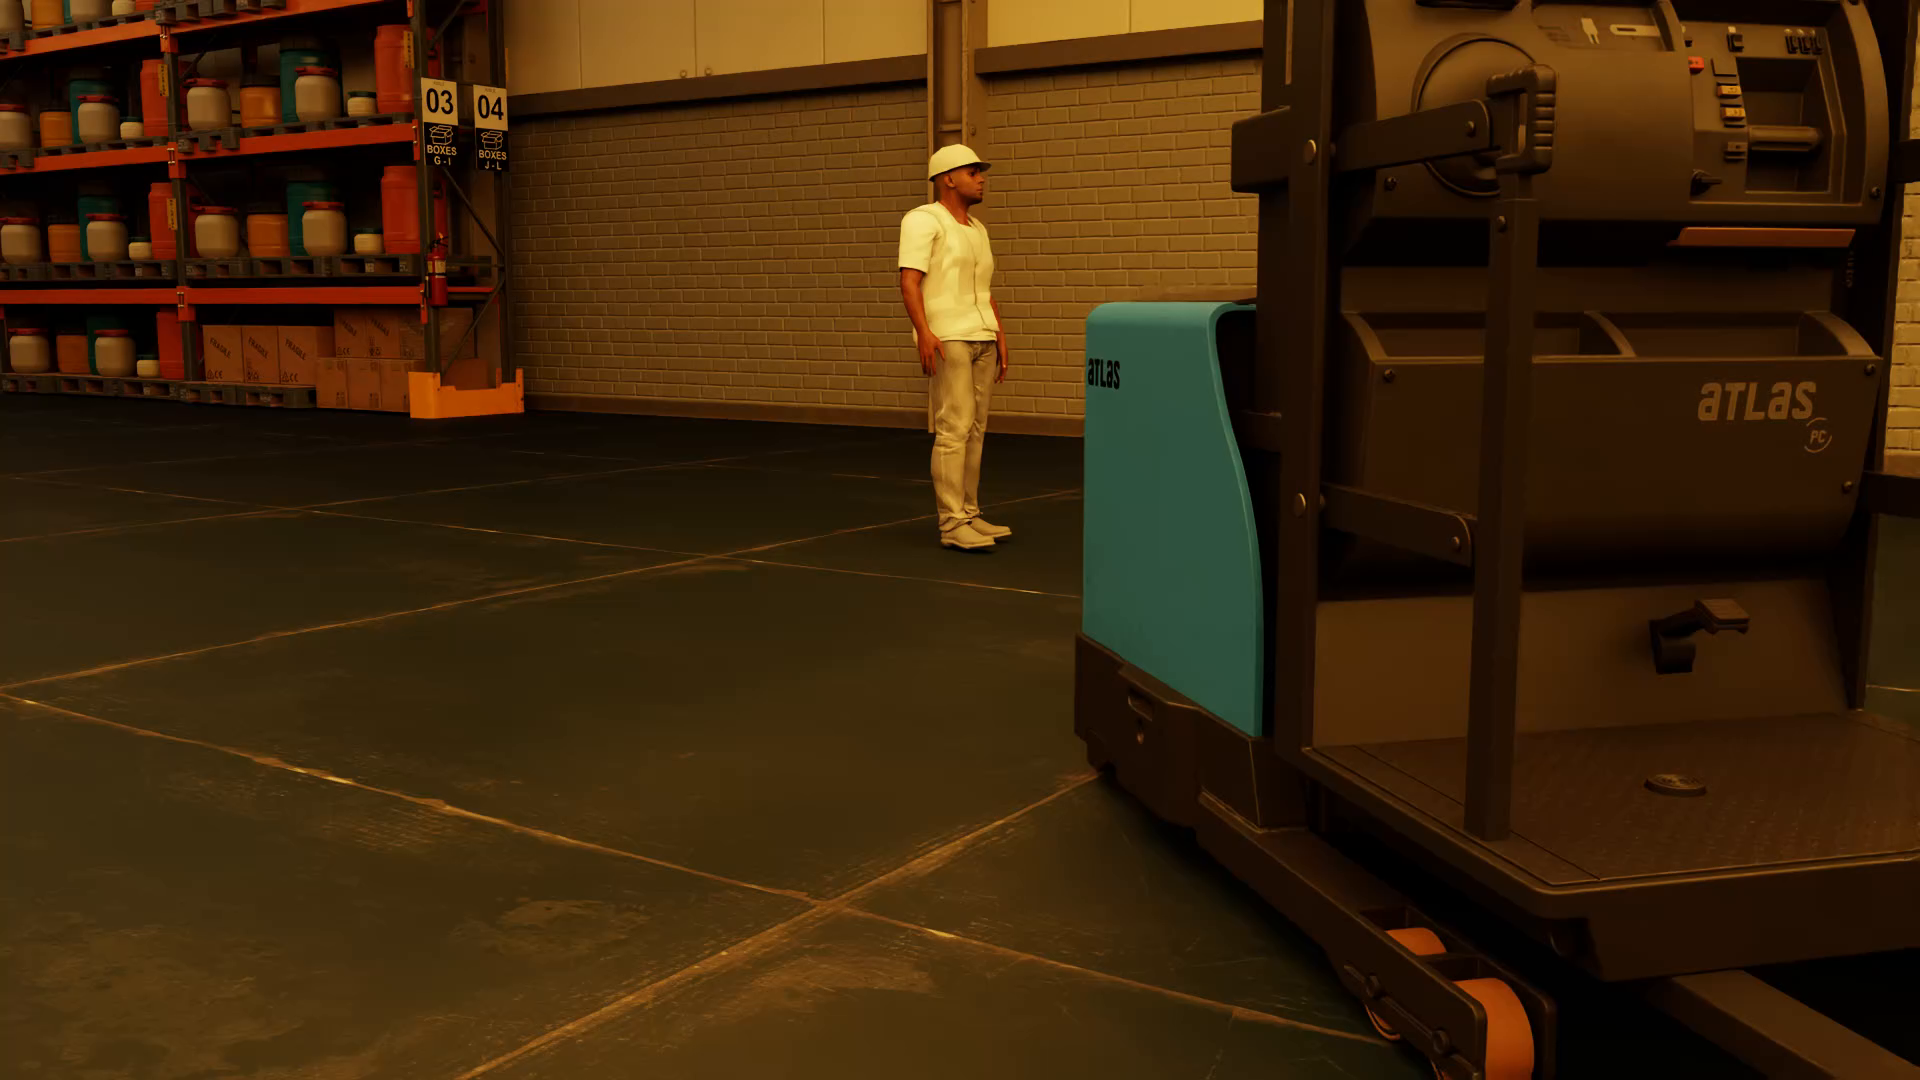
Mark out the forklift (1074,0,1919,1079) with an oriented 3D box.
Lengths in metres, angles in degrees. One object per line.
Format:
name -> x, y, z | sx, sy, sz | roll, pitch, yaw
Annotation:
forklift -> 1.123, -0.749, 2.460 | 1.130, 2.935, 3.031 | -2, 8, -14

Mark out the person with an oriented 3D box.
person -> 0.055, -0.875, 7.435 | 0.575, 1.768, 0.665 | 5, 10, 34
